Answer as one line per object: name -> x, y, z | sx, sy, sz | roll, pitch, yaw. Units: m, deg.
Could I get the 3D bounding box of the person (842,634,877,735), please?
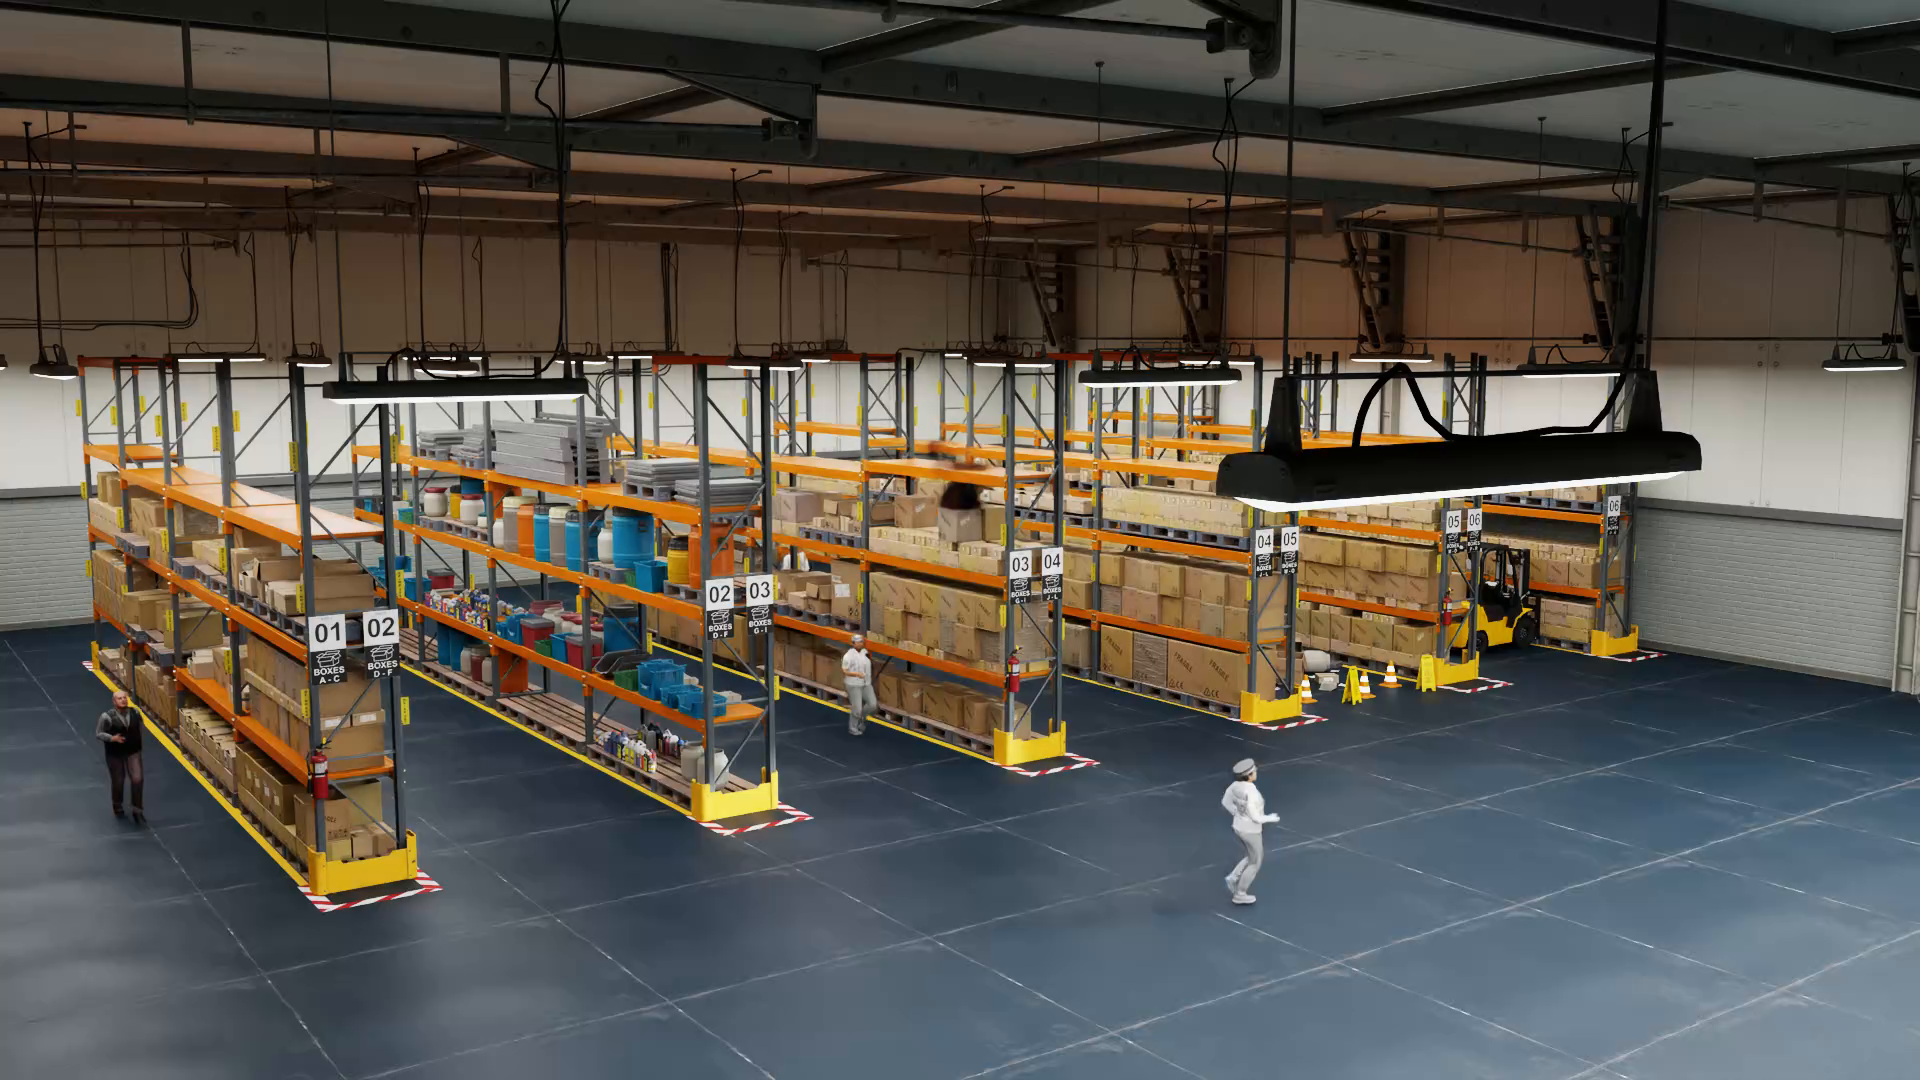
person -> -1.572, 2.311, 26.490 | 0.594, 1.624, 0.550 | -6, 9, -39

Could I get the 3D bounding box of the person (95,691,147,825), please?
person -> -10.988, 2.851, 21.814 | 0.637, 1.783, 0.779 | -6, 9, -39

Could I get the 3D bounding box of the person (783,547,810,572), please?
person -> -3.658, 0.956, 37.161 | 0.727, 1.832, 0.969 | -4, 8, -30

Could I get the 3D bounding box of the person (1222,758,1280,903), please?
person -> 3.275, 3.249, 18.654 | 0.547, 1.654, 0.605 | -2, 7, -16
